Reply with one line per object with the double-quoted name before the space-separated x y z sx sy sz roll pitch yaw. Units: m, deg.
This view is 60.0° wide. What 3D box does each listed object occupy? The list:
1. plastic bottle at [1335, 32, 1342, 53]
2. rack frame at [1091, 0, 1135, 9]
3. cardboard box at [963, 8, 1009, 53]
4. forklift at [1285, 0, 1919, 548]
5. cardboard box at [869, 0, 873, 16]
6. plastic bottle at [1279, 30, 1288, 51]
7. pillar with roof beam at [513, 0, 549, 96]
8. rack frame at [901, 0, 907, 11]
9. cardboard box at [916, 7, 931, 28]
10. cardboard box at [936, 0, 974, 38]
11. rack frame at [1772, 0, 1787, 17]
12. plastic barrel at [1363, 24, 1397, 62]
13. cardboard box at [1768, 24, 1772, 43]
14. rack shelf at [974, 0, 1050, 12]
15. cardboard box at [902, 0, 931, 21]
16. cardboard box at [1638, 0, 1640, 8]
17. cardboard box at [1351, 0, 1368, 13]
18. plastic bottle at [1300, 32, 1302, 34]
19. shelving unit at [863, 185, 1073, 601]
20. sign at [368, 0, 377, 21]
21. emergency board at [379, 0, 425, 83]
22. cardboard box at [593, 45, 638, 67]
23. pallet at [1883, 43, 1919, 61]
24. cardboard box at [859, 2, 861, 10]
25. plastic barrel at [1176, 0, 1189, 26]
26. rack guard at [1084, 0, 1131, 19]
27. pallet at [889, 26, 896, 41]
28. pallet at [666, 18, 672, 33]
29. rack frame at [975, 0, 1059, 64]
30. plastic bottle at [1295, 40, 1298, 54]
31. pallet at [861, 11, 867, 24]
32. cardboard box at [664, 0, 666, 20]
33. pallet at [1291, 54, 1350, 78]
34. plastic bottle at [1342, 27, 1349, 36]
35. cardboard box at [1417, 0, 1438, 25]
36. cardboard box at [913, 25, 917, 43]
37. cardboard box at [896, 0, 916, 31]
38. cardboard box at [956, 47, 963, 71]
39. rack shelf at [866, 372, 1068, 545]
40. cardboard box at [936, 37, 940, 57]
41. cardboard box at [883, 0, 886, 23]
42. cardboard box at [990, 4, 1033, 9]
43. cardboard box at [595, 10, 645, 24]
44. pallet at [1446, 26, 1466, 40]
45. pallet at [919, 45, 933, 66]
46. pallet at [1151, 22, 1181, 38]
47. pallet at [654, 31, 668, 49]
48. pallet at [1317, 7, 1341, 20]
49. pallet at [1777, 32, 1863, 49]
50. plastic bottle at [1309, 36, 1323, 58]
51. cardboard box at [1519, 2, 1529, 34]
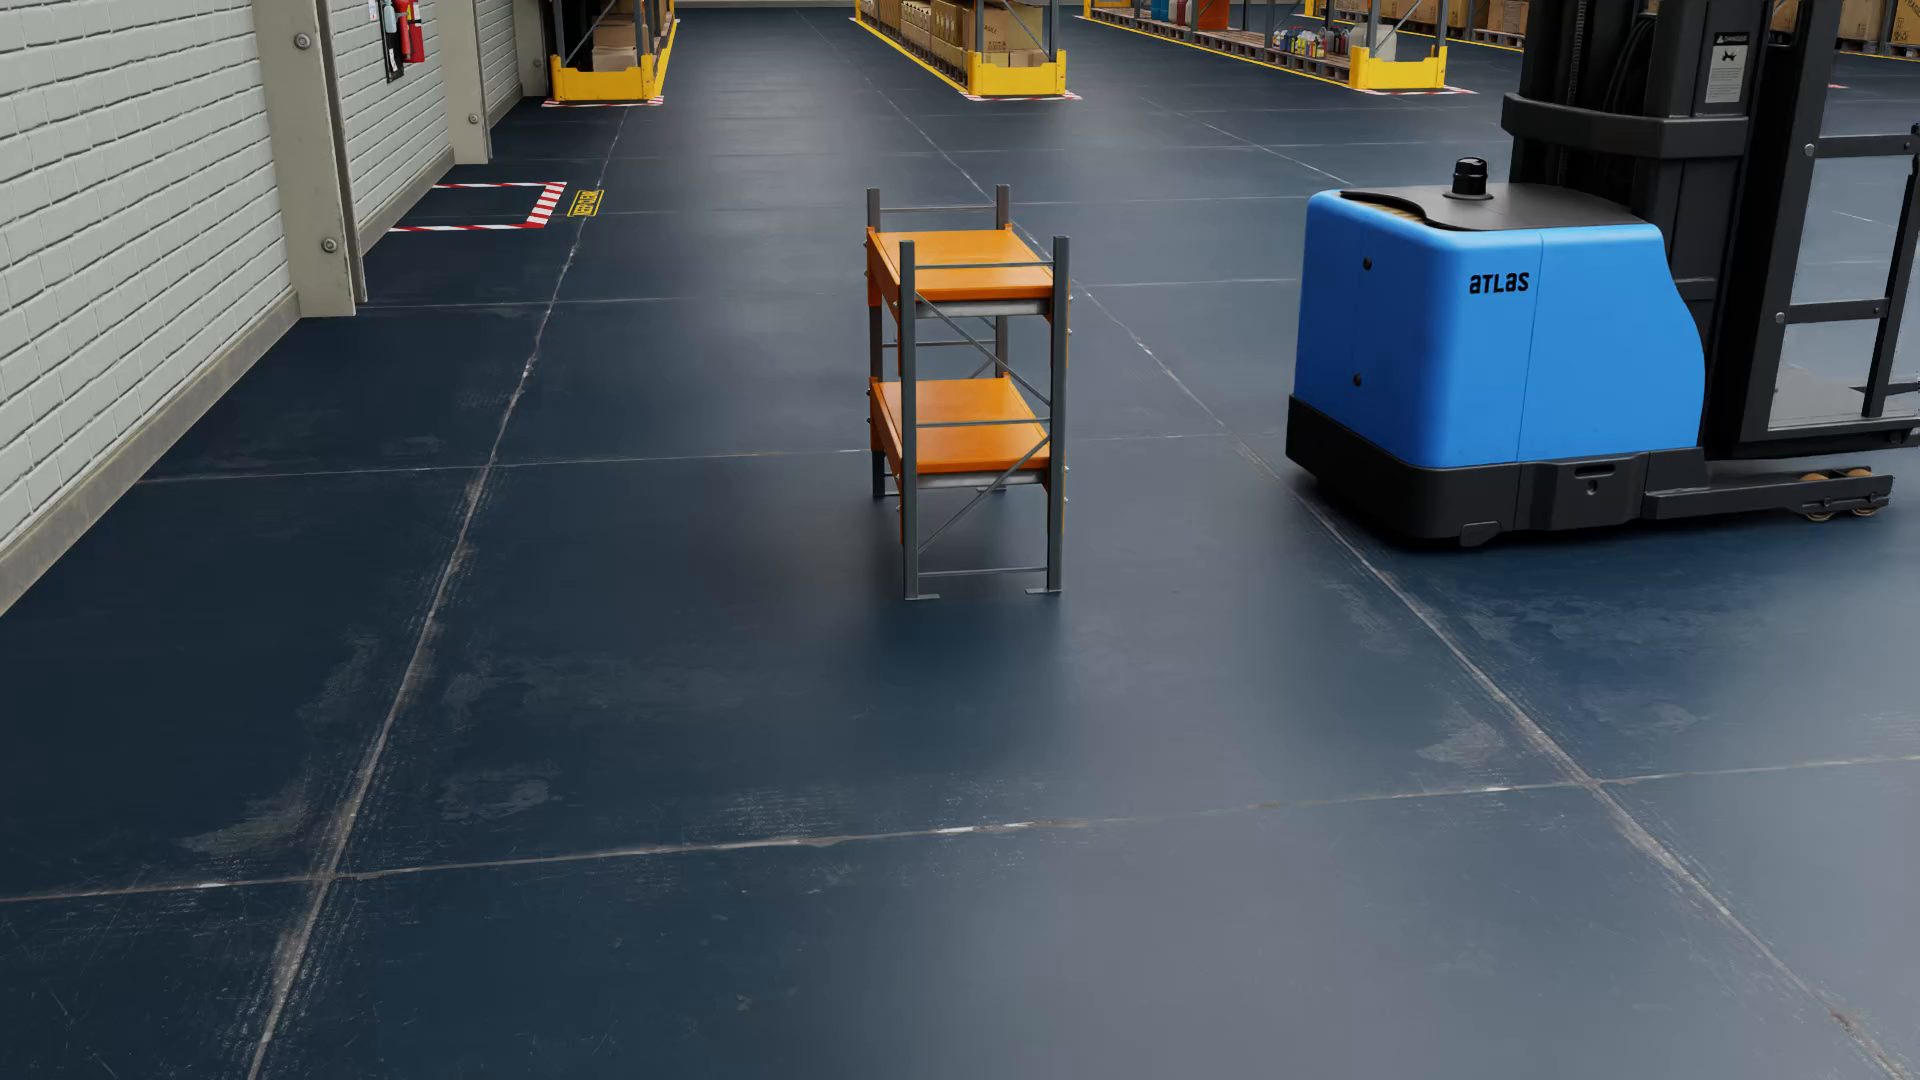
"plastic bottle" 5.366 -7.046 23.549 0.061 0.283 0.133 -3 21 -8
"rack frame" 3.282 -12.668 35.347 1.000 3.000 0.127 -3 21 -8
"cardboard box" 0.314 -6.311 20.583 0.500 0.500 0.500 -3 21 -8
"forklift" 2.824 -1.613 5.845 3.031 2.935 1.130 -5 21 -14
"cardboard box" -1.515 -10.424 32.553 0.500 0.311 0.500 -3 21 -8
"plastic bottle" 4.697 -7.201 23.972 0.152 0.276 0.135 -2 21 -6
"pillar with roof beam" -0.912 -9.855 19.241 9.100 9.000 0.400 -3 21 -8
"rack frame" -0.467 -9.650 27.266 1.000 3.000 0.127 -3 21 -8
"cardboard box" -0.383 -7.915 25.149 0.500 0.311 0.500 -3 21 -8
"cardboard box" -0.054 -7.176 22.900 0.500 0.500 0.500 -3 21 -8
"rack frame" 10.489 -7.378 21.184 1.000 3.000 0.127 -3 21 -8
"plastic barrel" 5.418 -6.384 21.477 0.421 0.512 0.421 0 20 0
"cardboard box" 10.416 -6.621 22.129 0.500 0.500 0.500 1 20 2
"rack shelf" 0.398 -7.236 21.830 1.077 0.370 4.000 -3 21 -8
"cardboard box" -0.682 -8.625 27.050 0.500 0.311 0.500 -2 21 -6
"cardboard box" 13.526 -10.505 32.527 0.500 0.500 0.500 -2 21 -6
"cardboard box" 8.614 -11.279 34.063 0.875 0.875 0.875 -3 21 -8
"plastic bottle" 4.858 -7.097 23.701 0.097 0.271 0.097 0 20 0
"shelving unit" -0.001 -0.529 5.526 0.538 1.125 1.048 -3 21 -8
"sign" -4.011 -3.713 11.319 0.001 0.329 0.234 -3 21 -8
"emergency board" -3.989 -3.893 11.852 0.194 1.169 0.643 -3 21 -8
"cardboard box" -4.308 -6.017 20.753 0.500 0.311 0.500 -1 21 -3
"pallet" 14.868 -7.405 25.241 1.003 0.211 1.213 -3 21 -8
"cardboard box" -1.900 -11.128 34.669 0.380 0.149 0.250 -3 21 -8
"plastic barrel" 4.185 -9.525 29.778 0.600 0.588 0.708 -3 21 -8
"rack guard" 3.265 -11.505 35.805 1.175 0.500 0.348 -3 21 -8
"pallet" -0.710 -9.025 29.580 1.003 0.211 1.213 -3 21 -8
"pallet" -5.977 -9.745 31.505 1.003 0.211 1.213 -3 21 -8
"rack frame" 0.686 -6.880 19.850 1.000 3.000 0.127 -3 21 -8
"plastic bottle" 4.762 -6.944 23.391 0.097 0.201 0.097 0 20 0
"pallet" -1.494 -10.811 34.361 1.003 0.211 1.213 -3 21 -8
"cardboard box" -5.723 -9.755 30.019 0.750 0.750 0.750 -3 21 -7
"pallet" 5.246 -6.549 22.950 1.003 0.211 1.213 -3 21 -8
"plastic bottle" 5.464 -7.092 23.574 0.144 0.351 0.185 -3 21 -8
"cardboard box" 9.136 -9.899 30.368 1.225 0.875 0.875 -3 21 -8
"cardboard box" -0.454 -7.831 25.726 0.500 0.250 0.500 -2 21 -7
"cardboard box" -0.834 -8.997 28.462 0.500 0.500 0.500 -2 21 -6
"cardboard box" 0.232 -6.132 21.177 0.500 0.250 0.500 -3 21 -8
"rack shelf" -0.001 -0.300 5.611 0.538 0.278 1.000 -3 21 -8
"cardboard box" -0.057 -6.824 23.031 0.500 0.250 0.500 -3 21 -8
"cardboard box" -1.127 -9.706 30.360 0.500 0.500 0.500 -3 21 -7
"cardboard box" 0.670 -6.682 21.578 0.500 0.500 0.500 -3 21 -8
"cardboard box" -5.072 -7.658 24.877 0.700 0.500 0.500 -3 21 -7
"pallet" 9.297 -9.119 29.829 1.003 0.211 1.213 -3 21 -8
"pallet" -0.035 -7.212 24.724 1.003 0.211 1.213 -3 21 -8
"pallet" 4.108 -9.285 30.273 1.003 0.211 1.213 -3 21 -8
"pallet" -5.408 -8.369 27.822 1.003 0.211 1.213 -3 21 -8
"pallet" 8.376 -11.339 35.774 1.003 0.211 1.213 -3 21 -8
"pallet" 14.471 -8.359 27.795 1.003 0.211 1.213 -3 21 -8
"plastic bottle" 4.880 -6.761 22.796 0.152 0.276 0.135 -3 21 -7
"cardboard box" 9.634 -8.565 27.305 0.700 0.500 0.500 -1 21 -3
